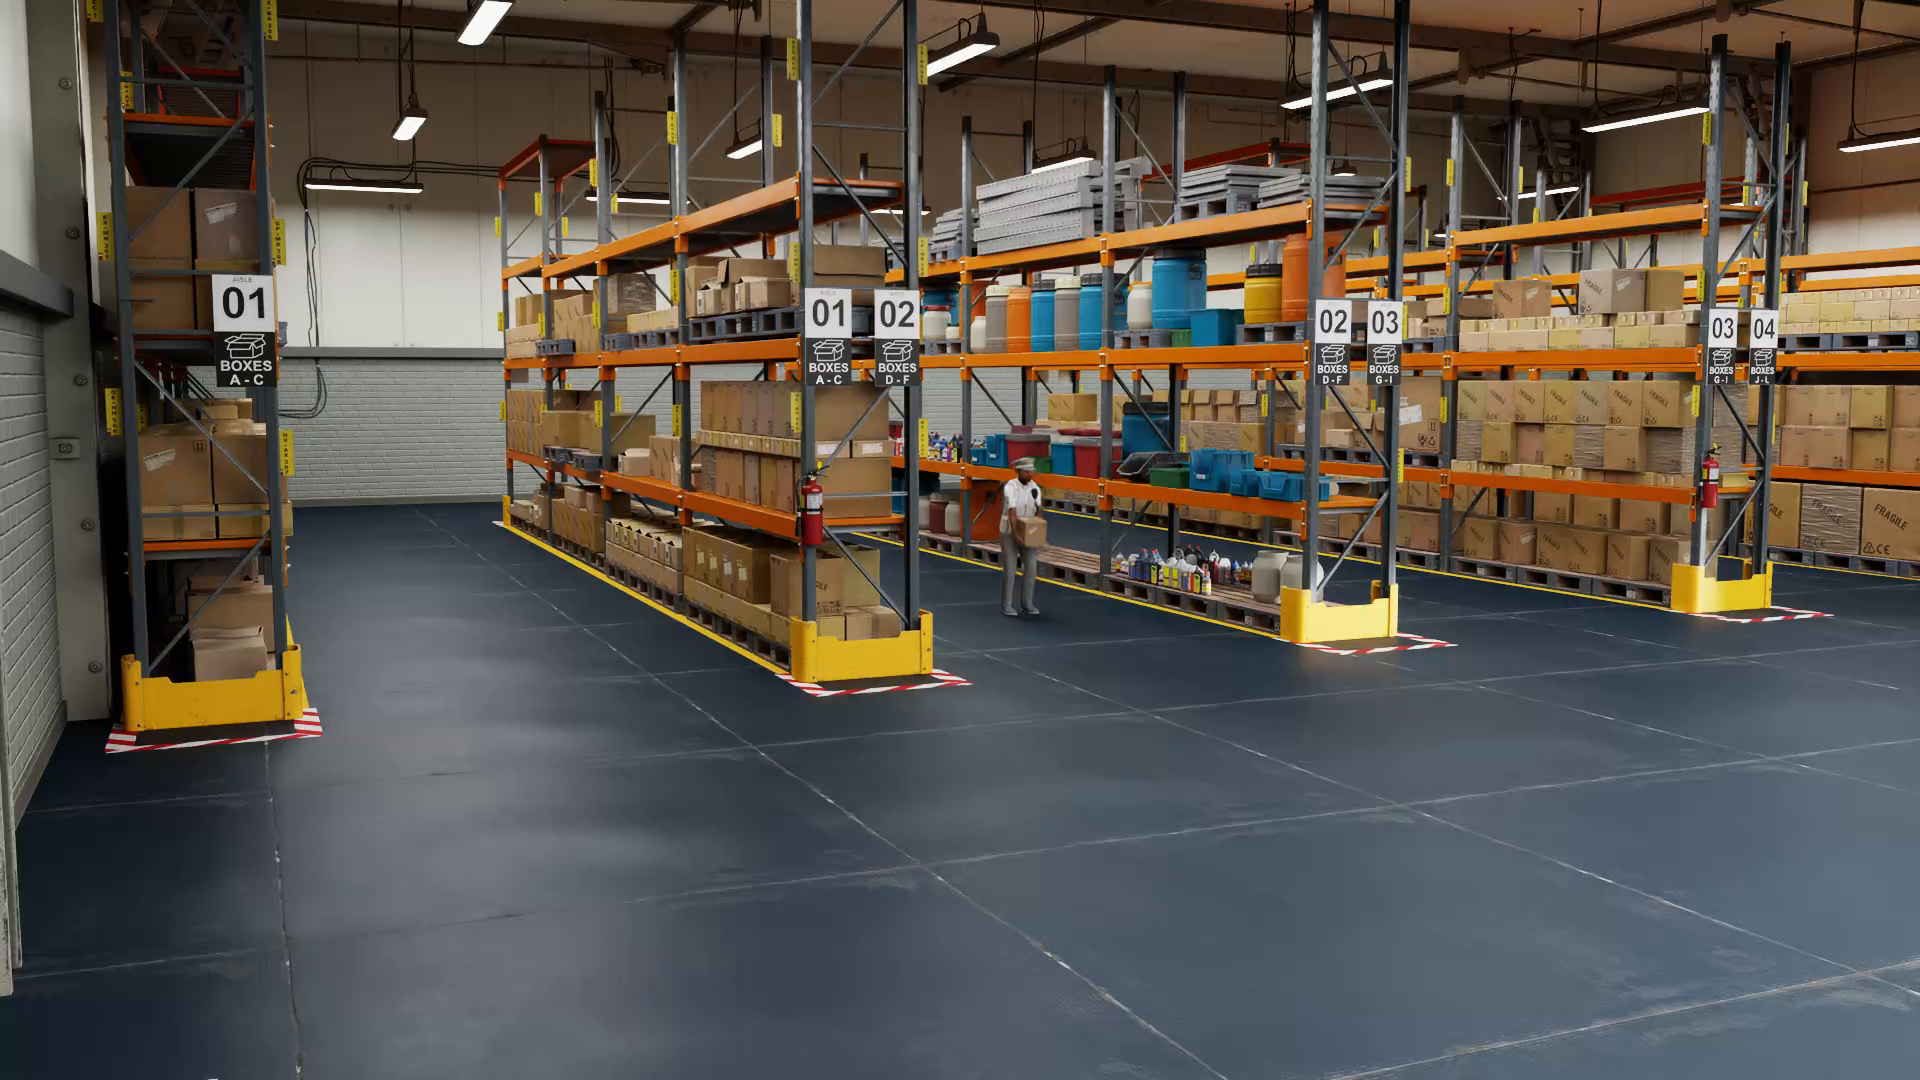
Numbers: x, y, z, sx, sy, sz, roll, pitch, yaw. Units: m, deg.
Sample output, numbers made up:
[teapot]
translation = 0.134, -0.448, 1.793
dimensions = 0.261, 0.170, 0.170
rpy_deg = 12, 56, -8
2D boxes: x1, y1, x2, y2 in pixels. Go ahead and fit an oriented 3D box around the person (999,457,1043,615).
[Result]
[person]
translation = 0.633, -0.052, 17.528
dimensions = 0.532, 1.662, 0.395
rpy_deg = -3, 6, -27
